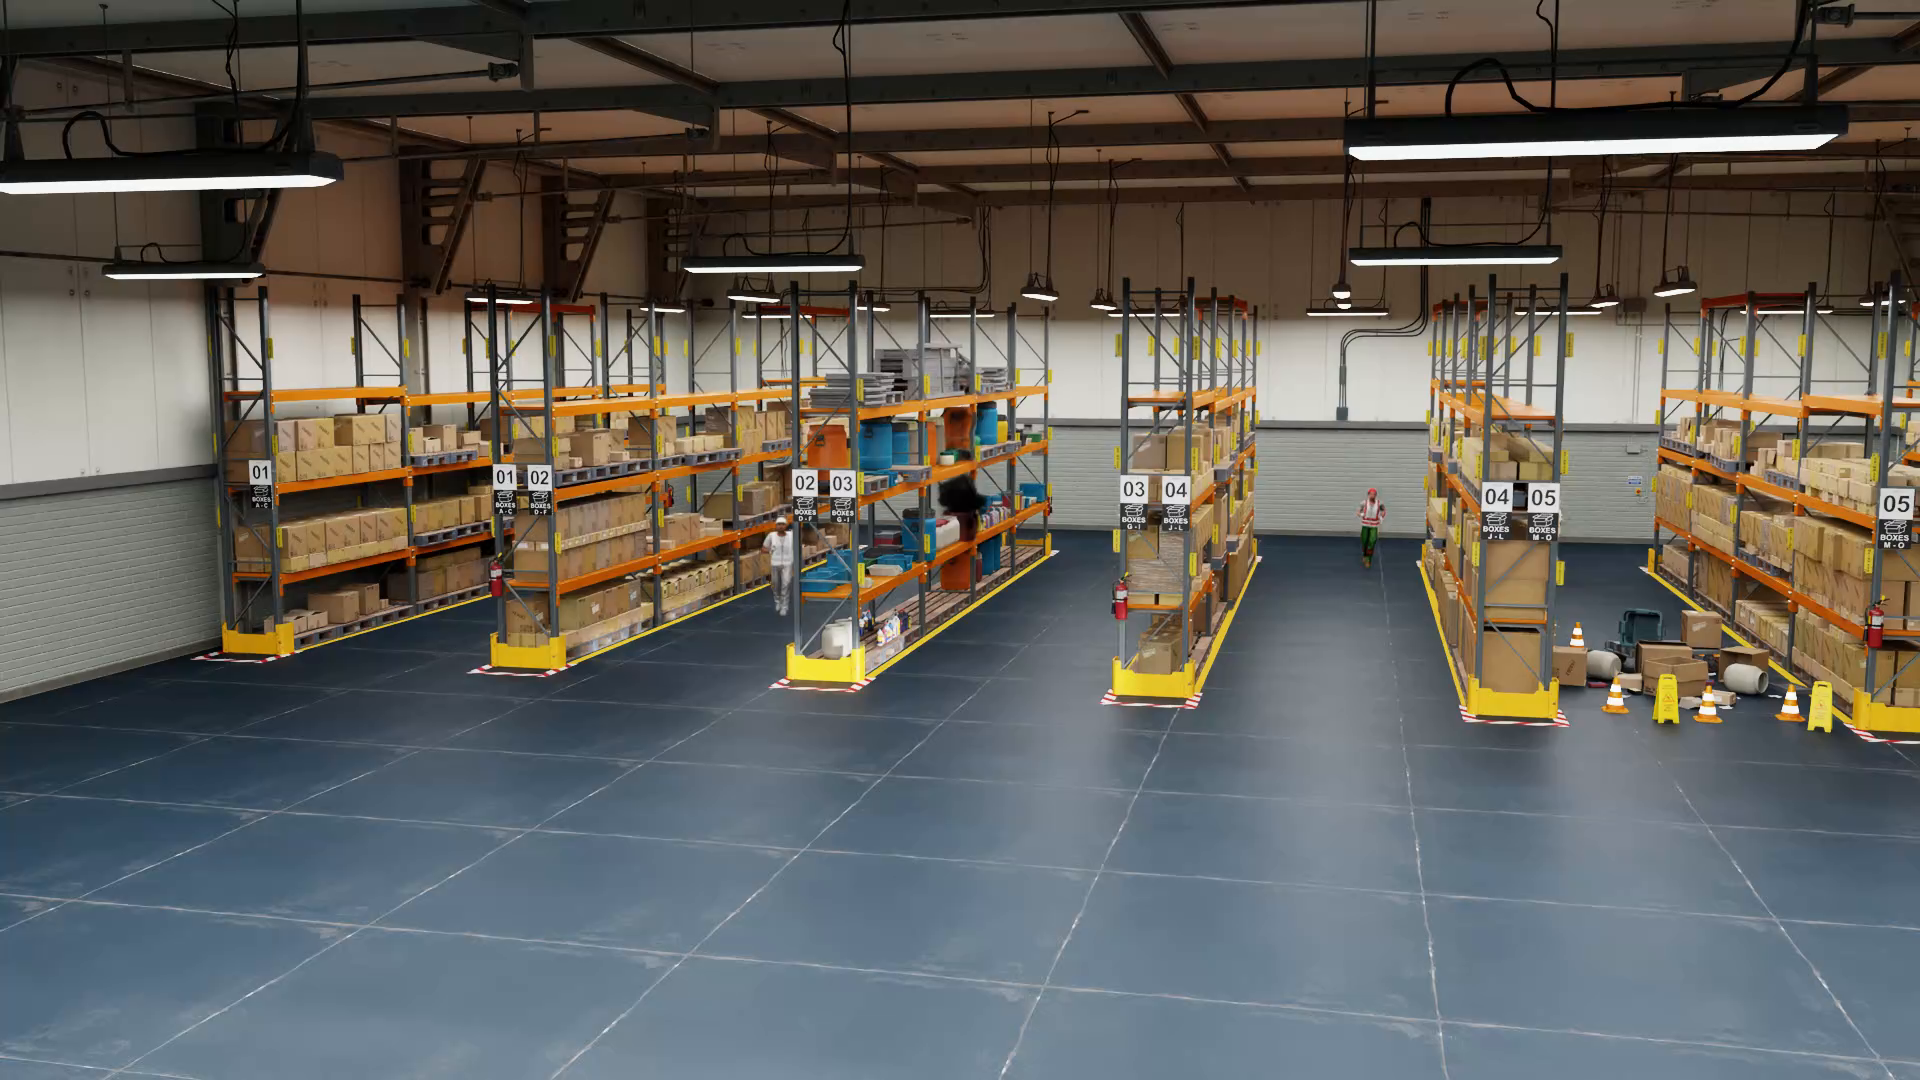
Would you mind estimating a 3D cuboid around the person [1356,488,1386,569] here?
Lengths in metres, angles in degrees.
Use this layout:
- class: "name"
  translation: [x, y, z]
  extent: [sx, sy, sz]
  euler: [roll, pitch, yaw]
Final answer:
- class: "person"
  translation: [9.446, -0.289, 38.276]
  extent: [0.660, 1.816, 0.946]
  euler: [2, 7, 17]

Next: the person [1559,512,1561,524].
- class: "person"
  translation: [12.973, -0.099, 36.733]
  extent: [0.679, 1.816, 0.800]
  euler: [-1, 7, -10]

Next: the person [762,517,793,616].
- class: "person"
  translation: [-3.279, 0.469, 30.538]
  extent: [0.703, 1.791, 0.943]
  euler: [-1, 7, -5]
